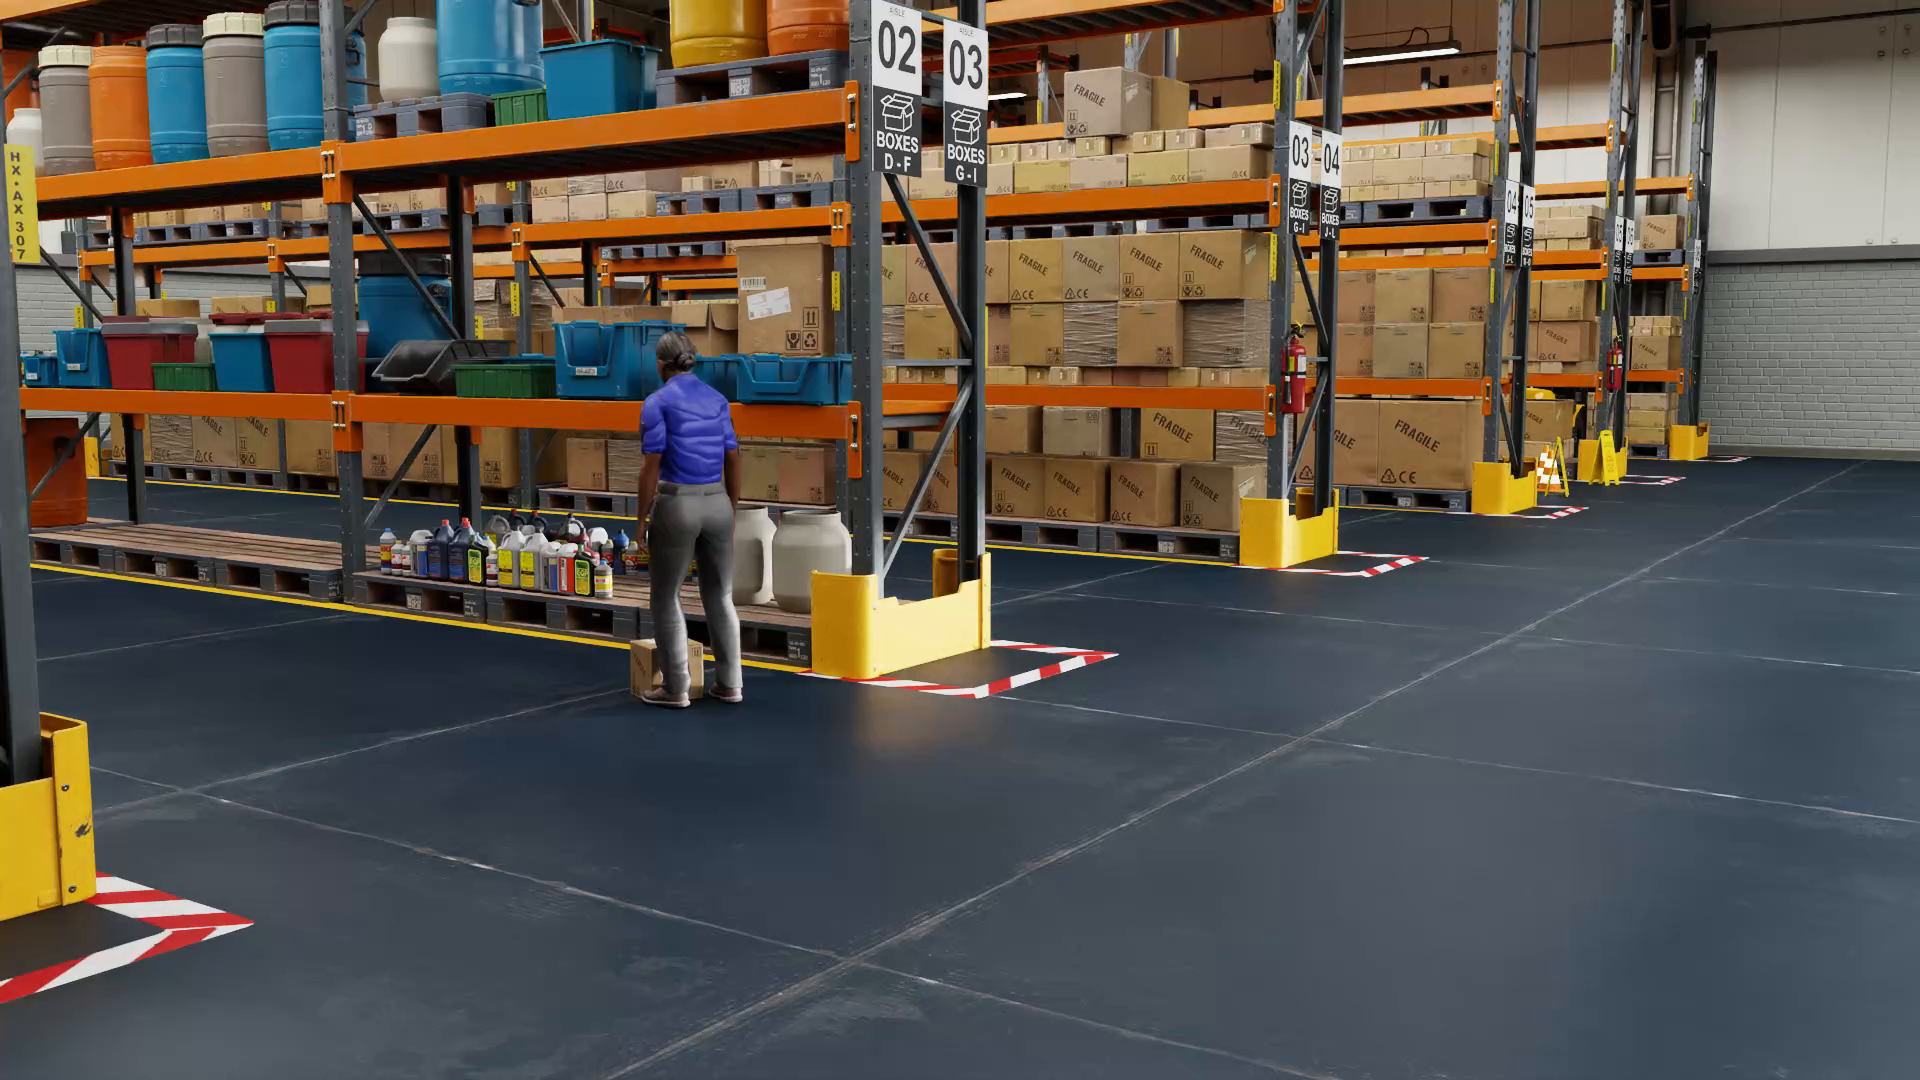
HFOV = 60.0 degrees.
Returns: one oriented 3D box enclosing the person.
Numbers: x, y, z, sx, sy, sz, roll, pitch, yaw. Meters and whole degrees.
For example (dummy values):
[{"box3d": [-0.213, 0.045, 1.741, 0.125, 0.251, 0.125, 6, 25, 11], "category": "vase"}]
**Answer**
[{"box3d": [-1.201, -0.091, 7.334, 0.509, 1.655, 0.391, -5, 8, -37], "category": "person"}]
